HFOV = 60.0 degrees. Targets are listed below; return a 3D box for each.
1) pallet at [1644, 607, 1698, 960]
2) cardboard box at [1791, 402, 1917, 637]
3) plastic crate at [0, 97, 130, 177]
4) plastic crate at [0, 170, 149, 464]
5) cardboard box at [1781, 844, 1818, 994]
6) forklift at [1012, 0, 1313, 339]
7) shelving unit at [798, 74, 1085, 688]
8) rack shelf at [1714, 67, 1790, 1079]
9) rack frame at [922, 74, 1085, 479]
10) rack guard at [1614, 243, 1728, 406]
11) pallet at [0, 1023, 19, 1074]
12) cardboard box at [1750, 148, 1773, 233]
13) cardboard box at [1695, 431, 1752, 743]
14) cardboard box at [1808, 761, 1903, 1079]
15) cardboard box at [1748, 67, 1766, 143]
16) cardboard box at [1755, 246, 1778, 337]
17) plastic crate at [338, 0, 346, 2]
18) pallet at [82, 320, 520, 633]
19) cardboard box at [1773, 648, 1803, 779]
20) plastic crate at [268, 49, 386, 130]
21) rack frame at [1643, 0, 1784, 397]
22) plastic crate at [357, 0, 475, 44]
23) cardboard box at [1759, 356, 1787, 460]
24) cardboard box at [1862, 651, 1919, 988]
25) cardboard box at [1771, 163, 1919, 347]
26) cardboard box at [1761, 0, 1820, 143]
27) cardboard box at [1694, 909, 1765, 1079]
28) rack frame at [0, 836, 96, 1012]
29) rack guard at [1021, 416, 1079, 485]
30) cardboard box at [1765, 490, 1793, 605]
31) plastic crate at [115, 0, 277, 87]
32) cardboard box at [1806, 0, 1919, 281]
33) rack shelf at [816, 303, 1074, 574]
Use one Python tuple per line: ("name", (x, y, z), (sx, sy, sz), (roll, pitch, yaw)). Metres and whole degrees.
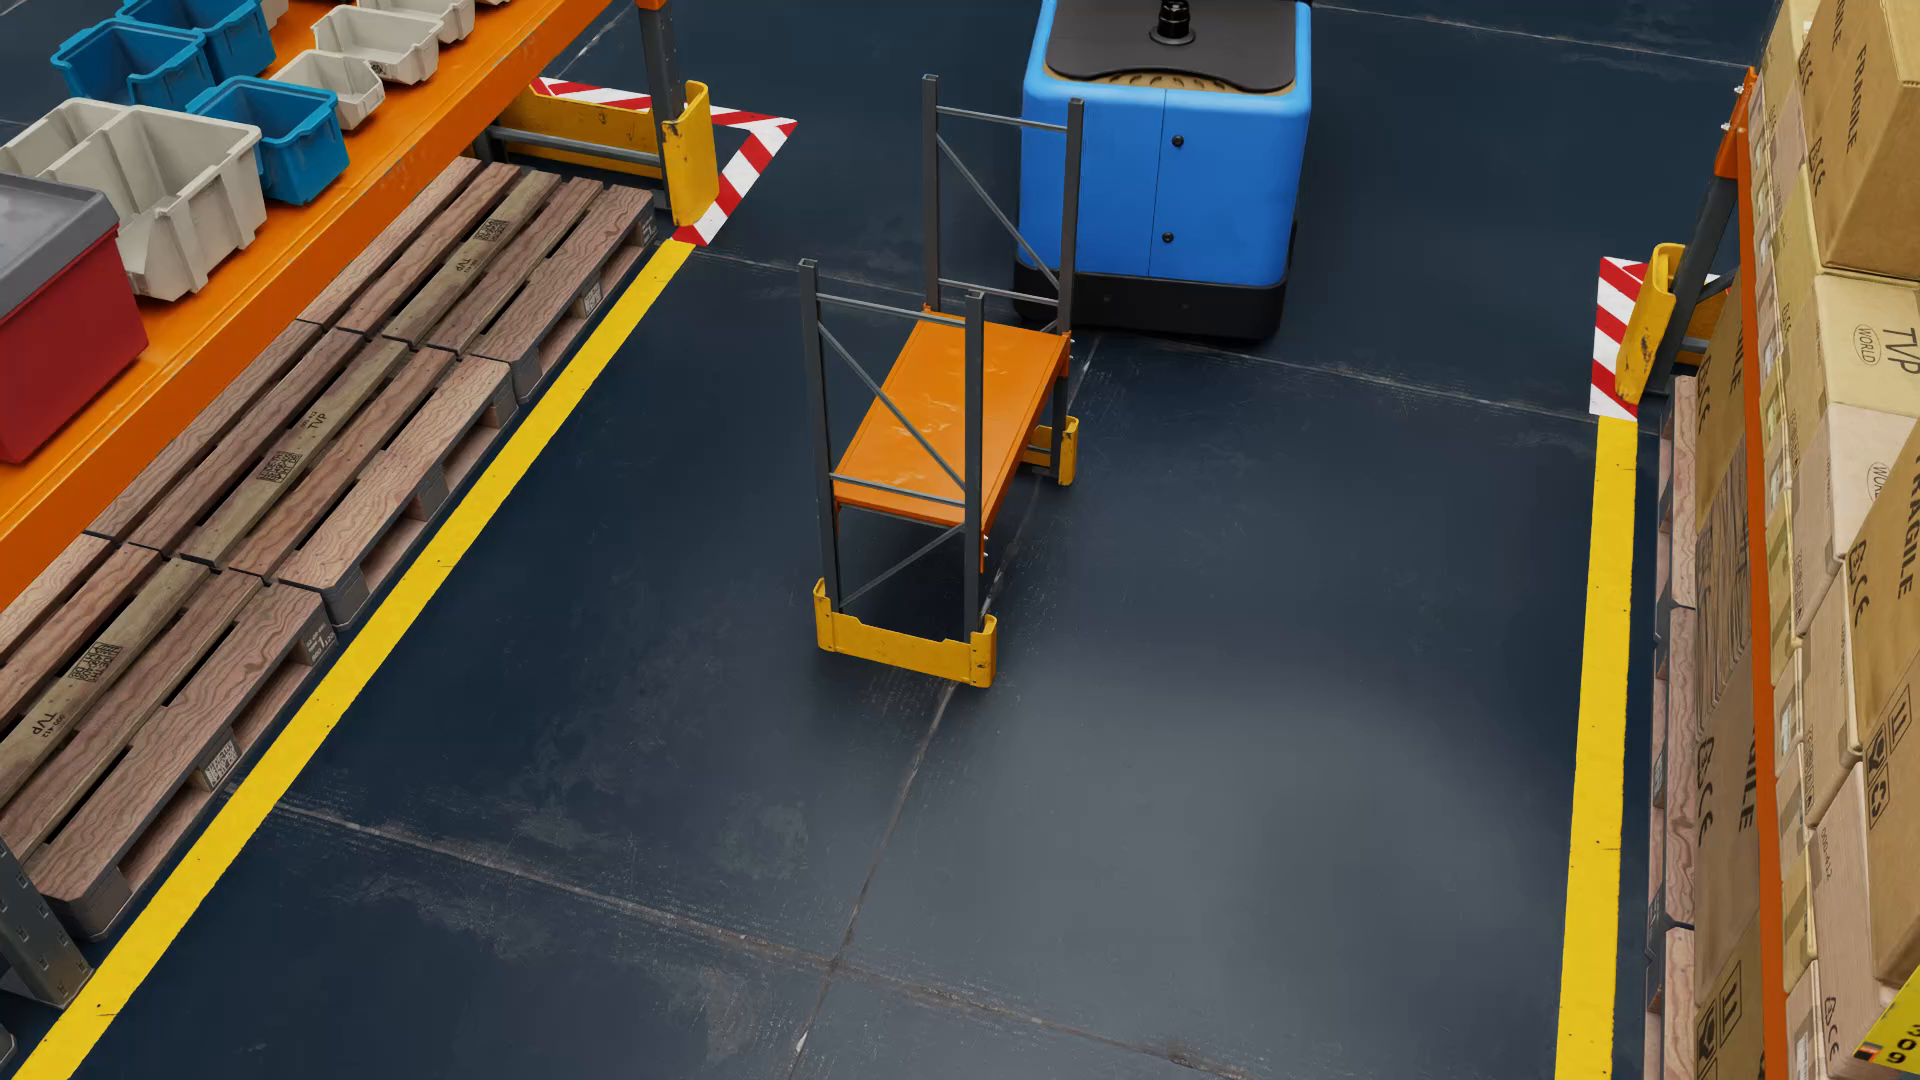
("pallet", (2.538, 0.784, 4.798), (1.003, 0.211, 1.213), (13, 46, 12))
("cardboard box", (2.057, 0.005, 3.495), (0.500, 0.250, 0.500), (13, 46, 13))
("plastic crate", (-2.614, -1.107, 4.883), (0.293, 0.136, 0.466), (13, 46, 13))
("plastic crate", (-2.346, -0.542, 4.071), (0.402, 0.464, 0.583), (13, 46, 13))
("cardboard box", (1.723, 0.738, 3.030), (0.380, 0.149, 0.250), (13, 46, 13))
("forklift", (0.934, -2.864, 6.581), (1.130, 2.935, 3.031), (6, 45, 6))
("shelving unit", (-0.023, -0.485, 5.174), (0.587, 1.500, 1.083), (13, 46, 13))
("rack shelf", (2.471, 0.017, 4.102), (1.077, 0.370, 4.000), (13, 46, 13))
("rack frame", (0.128, -0.818, 5.514), (0.500, 1.500, 0.032), (13, 46, 13))
("rack guard", (3.084, -0.696, 6.103), (1.175, 0.500, 0.348), (13, 46, 13))
("pallet", (-3.129, 1.546, 4.019), (1.003, 0.211, 1.213), (13, 46, 13))
("cardboard box", (2.501, -0.974, 4.781), (0.380, 0.149, 0.250), (12, 46, 12))
("cardboard box", (2.683, 0.086, 4.736), (0.875, 0.875, 0.875), (13, 46, 13))
("cardboard box", (1.749, 0.691, 2.794), (0.500, 0.250, 0.500), (12, 46, 12))
("cardboard box", (2.654, -1.316, 5.130), (0.380, 0.149, 0.250), (13, 46, 13))
("cardboard box", (2.345, -0.631, 4.430), (0.380, 0.149, 0.250), (12, 46, 12))
("plastic crate", (-2.232, -2.050, 5.777), (0.416, 0.233, 0.300), (13, 46, 13))
("pallet", (-2.302, -0.273, 5.878), (1.003, 0.211, 1.213), (13, 46, 13))
("cardboard box", (1.879, 0.396, 3.380), (0.380, 0.149, 0.250), (13, 46, 13))
("plastic crate", (-1.953, -1.385, 5.166), (0.298, 0.136, 0.250), (13, 46, 13))
("rack frame", (3.076, -1.573, 5.213), (1.000, 3.000, 0.127), (13, 46, 13))
("plastic crate", (-1.820, -1.777, 5.567), (0.396, 0.136, 0.243), (13, 46, 13))
("cardboard box", (2.190, -0.291, 4.082), (0.380, 0.149, 0.250), (11, 46, 11))
("cardboard box", (1.749, 0.410, 2.545), (0.500, 0.500, 0.500), (14, 46, 14))
("cardboard box", (2.367, -0.681, 4.196), (0.500, 0.250, 0.500), (11, 45, 11))
("cardboard box", (2.674, -1.363, 4.893), (0.500, 0.250, 0.500), (11, 46, 11))
("cardboard box", (2.141, 1.280, 3.517), (0.875, 0.875, 0.875), (13, 46, 13))
("rack frame", (-2.855, 0.044, 3.560), (1.000, 3.000, 0.127), (13, 46, 13))
("rack guard", (0.128, -0.370, 5.950), (0.587, 0.250, 0.087), (13, 46, 13))
("cardboard box", (2.034, 0.054, 3.730), (0.380, 0.149, 0.250), (12, 46, 12))
("plastic crate", (-2.431, -1.611, 5.329), (0.416, 0.233, 0.300), (13, 46, 13))
("cardboard box", (2.371, -0.951, 3.936), (0.500, 0.500, 0.500), (11, 46, 11))
("rack shelf", (-0.026, -0.351, 5.293), (0.538, 0.185, 1.000), (13, 46, 13))
